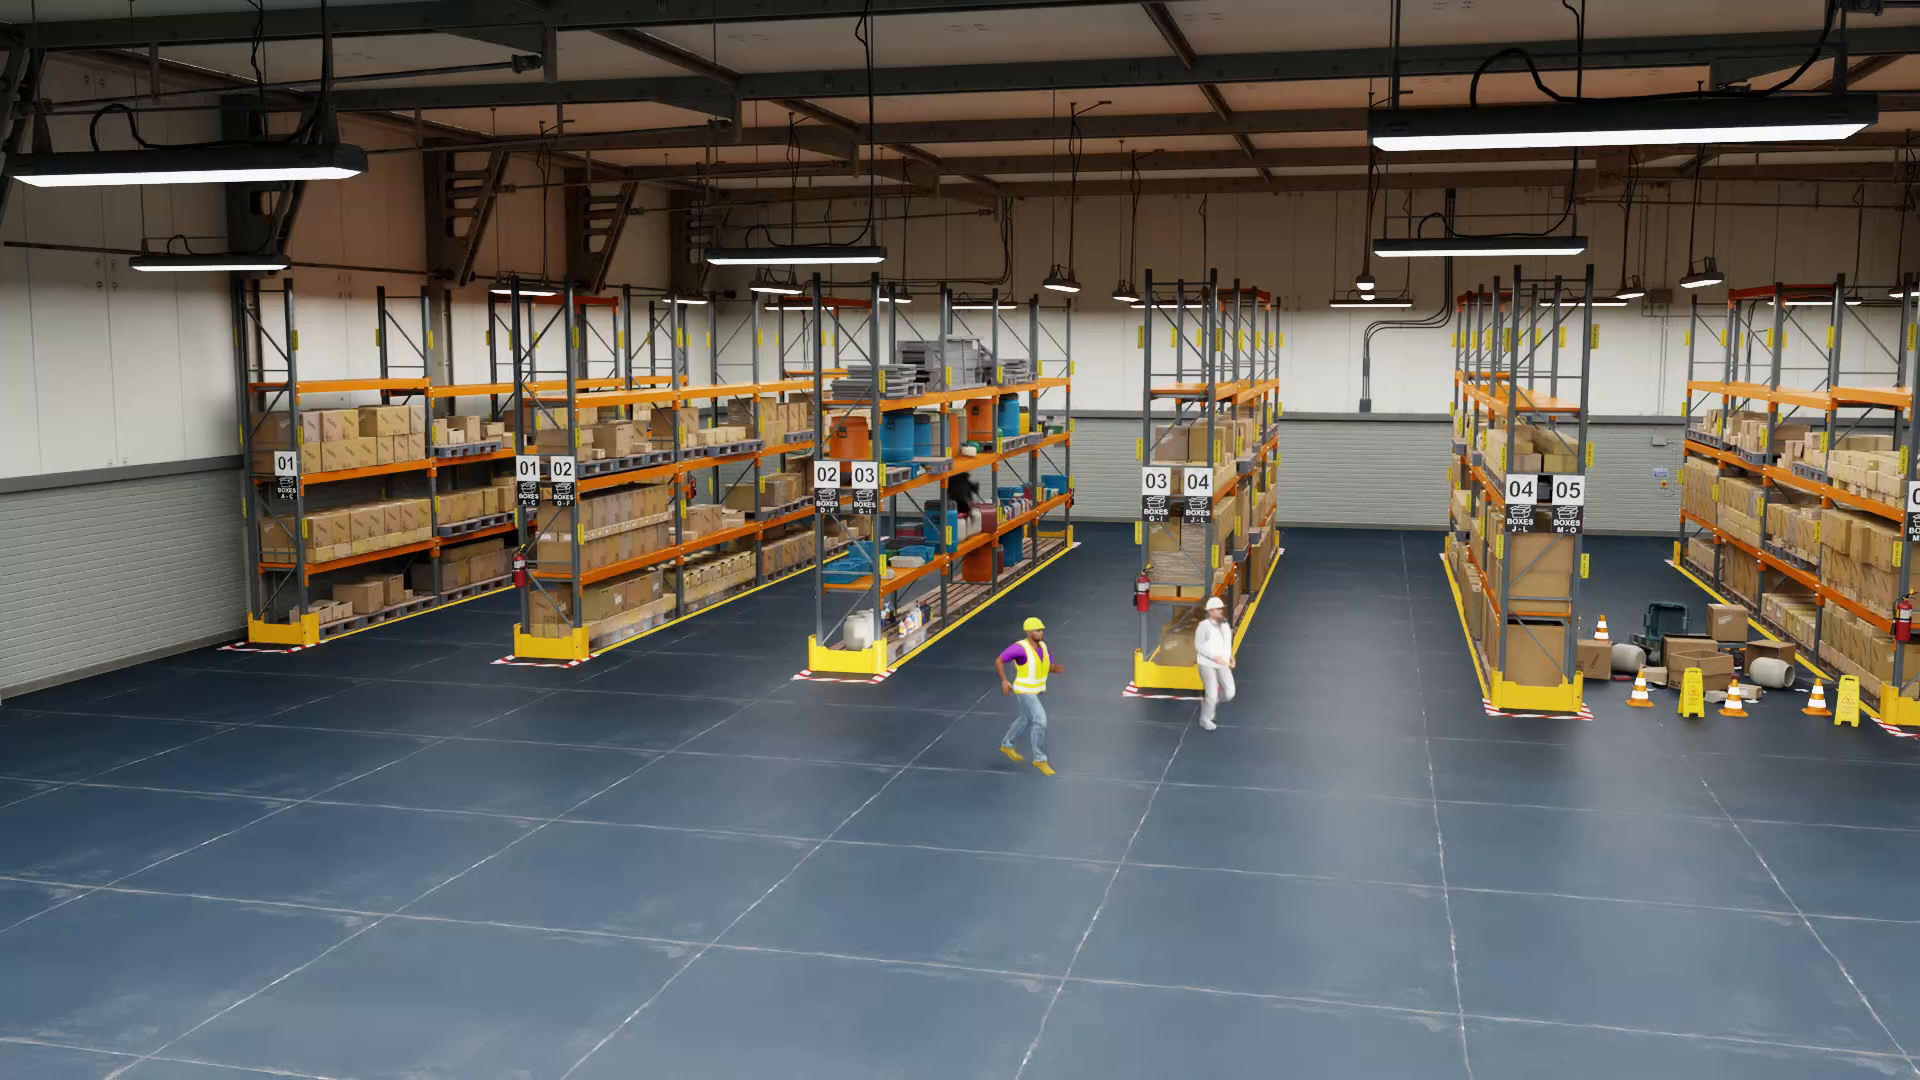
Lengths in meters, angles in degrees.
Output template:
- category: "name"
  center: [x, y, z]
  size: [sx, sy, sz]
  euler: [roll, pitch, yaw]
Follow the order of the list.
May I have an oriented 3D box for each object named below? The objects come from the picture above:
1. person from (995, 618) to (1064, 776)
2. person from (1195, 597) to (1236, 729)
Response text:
- category: "person"
  center: [0.809, 1.800, 19.395]
  size: [0.874, 1.820, 0.675]
  euler: [5, 8, 35]
- category: "person"
  center: [3.305, 1.591, 21.401]
  size: [0.646, 1.722, 0.612]
  euler: [-4, 8, -32]
